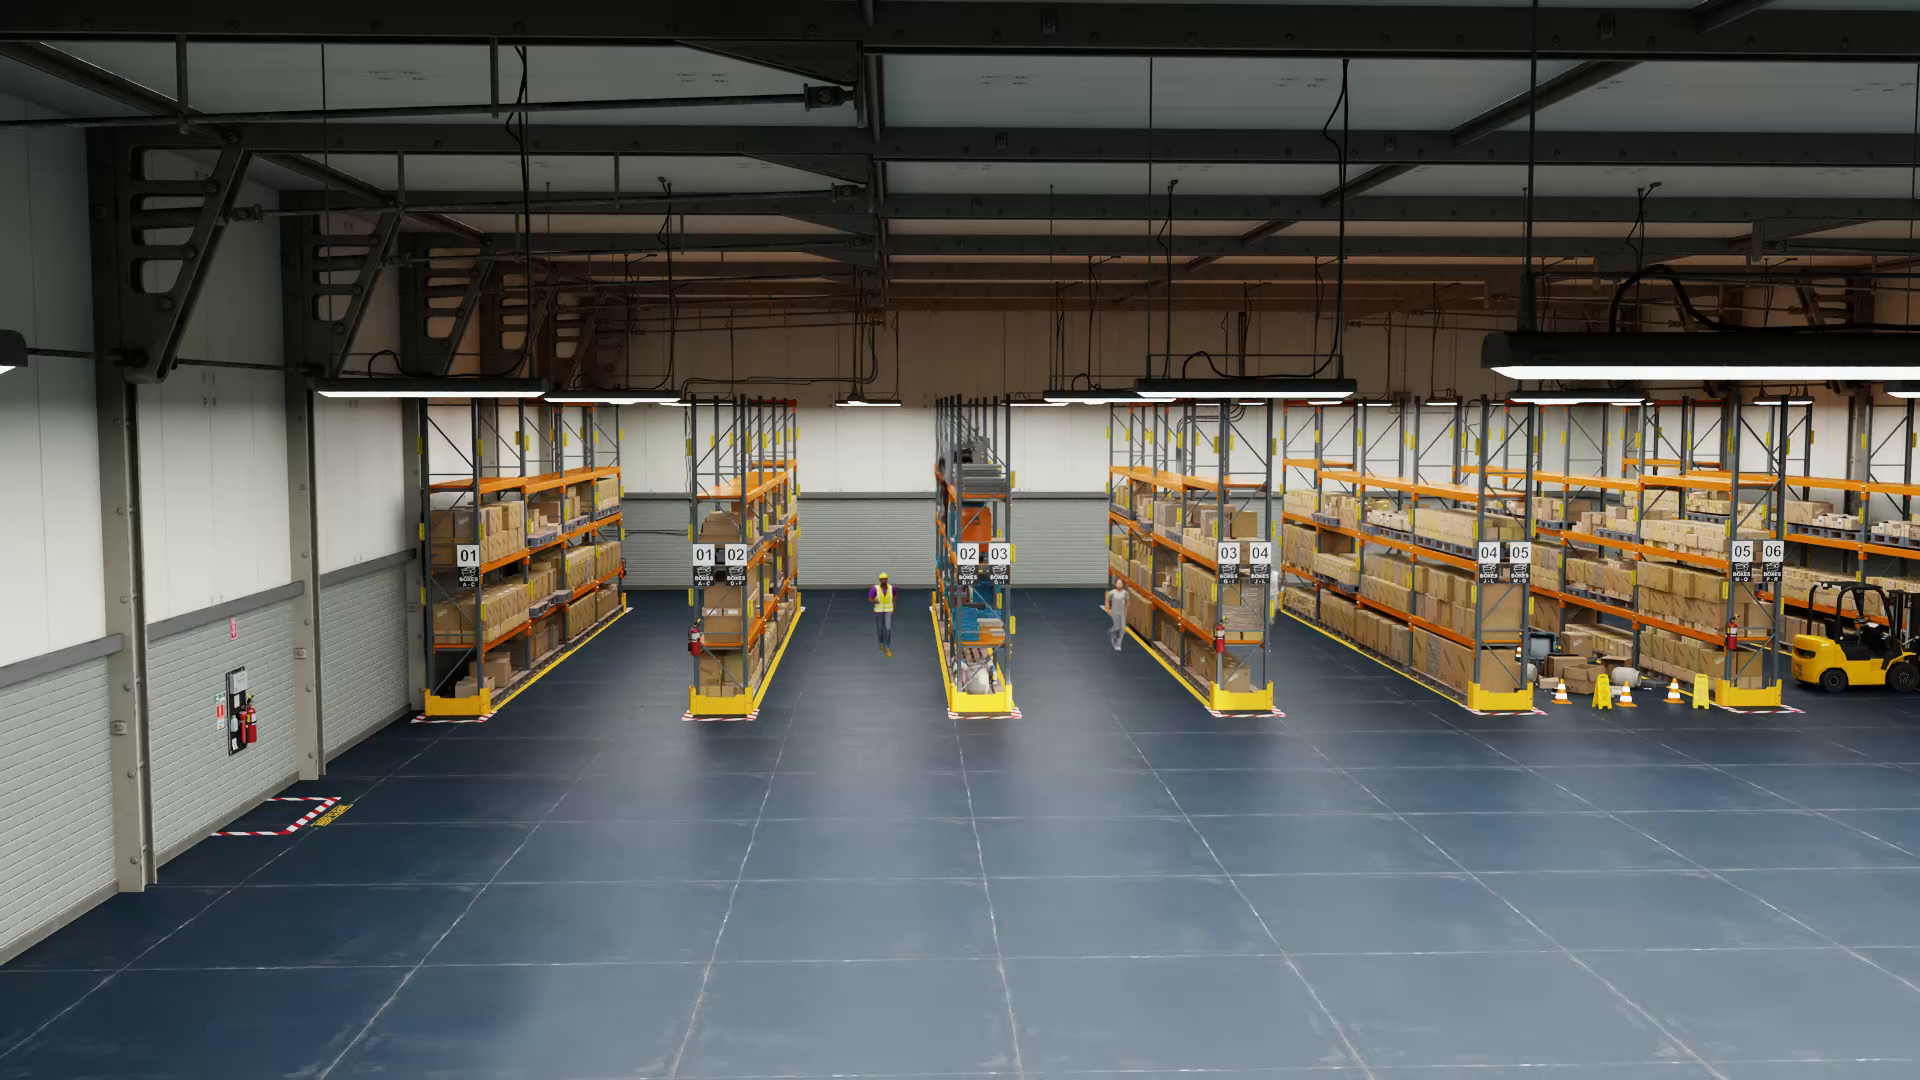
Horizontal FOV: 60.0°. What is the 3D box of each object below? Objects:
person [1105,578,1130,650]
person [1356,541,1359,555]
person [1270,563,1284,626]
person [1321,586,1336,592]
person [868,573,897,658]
[{"bbox_3d":[3.576,1.674,37.447,0.567,1.624,0.518,-1,5,-9],"label":"person"},{"bbox_3d":[11.829,0.937,49.423,0.889,1.788,0.668,0,4,-2],"label":"person"},{"bbox_3d":[8.098,1.433,43.284,0.711,1.731,0.785,0,5,6],"label":"person"},{"bbox_3d":[10.896,1.006,49.008,0.755,1.829,0.660,0,4,-1],"label":"person"},{"bbox_3d":[-1.720,1.661,37.041,0.676,1.872,0.746,0,5,-6],"label":"person"}]
